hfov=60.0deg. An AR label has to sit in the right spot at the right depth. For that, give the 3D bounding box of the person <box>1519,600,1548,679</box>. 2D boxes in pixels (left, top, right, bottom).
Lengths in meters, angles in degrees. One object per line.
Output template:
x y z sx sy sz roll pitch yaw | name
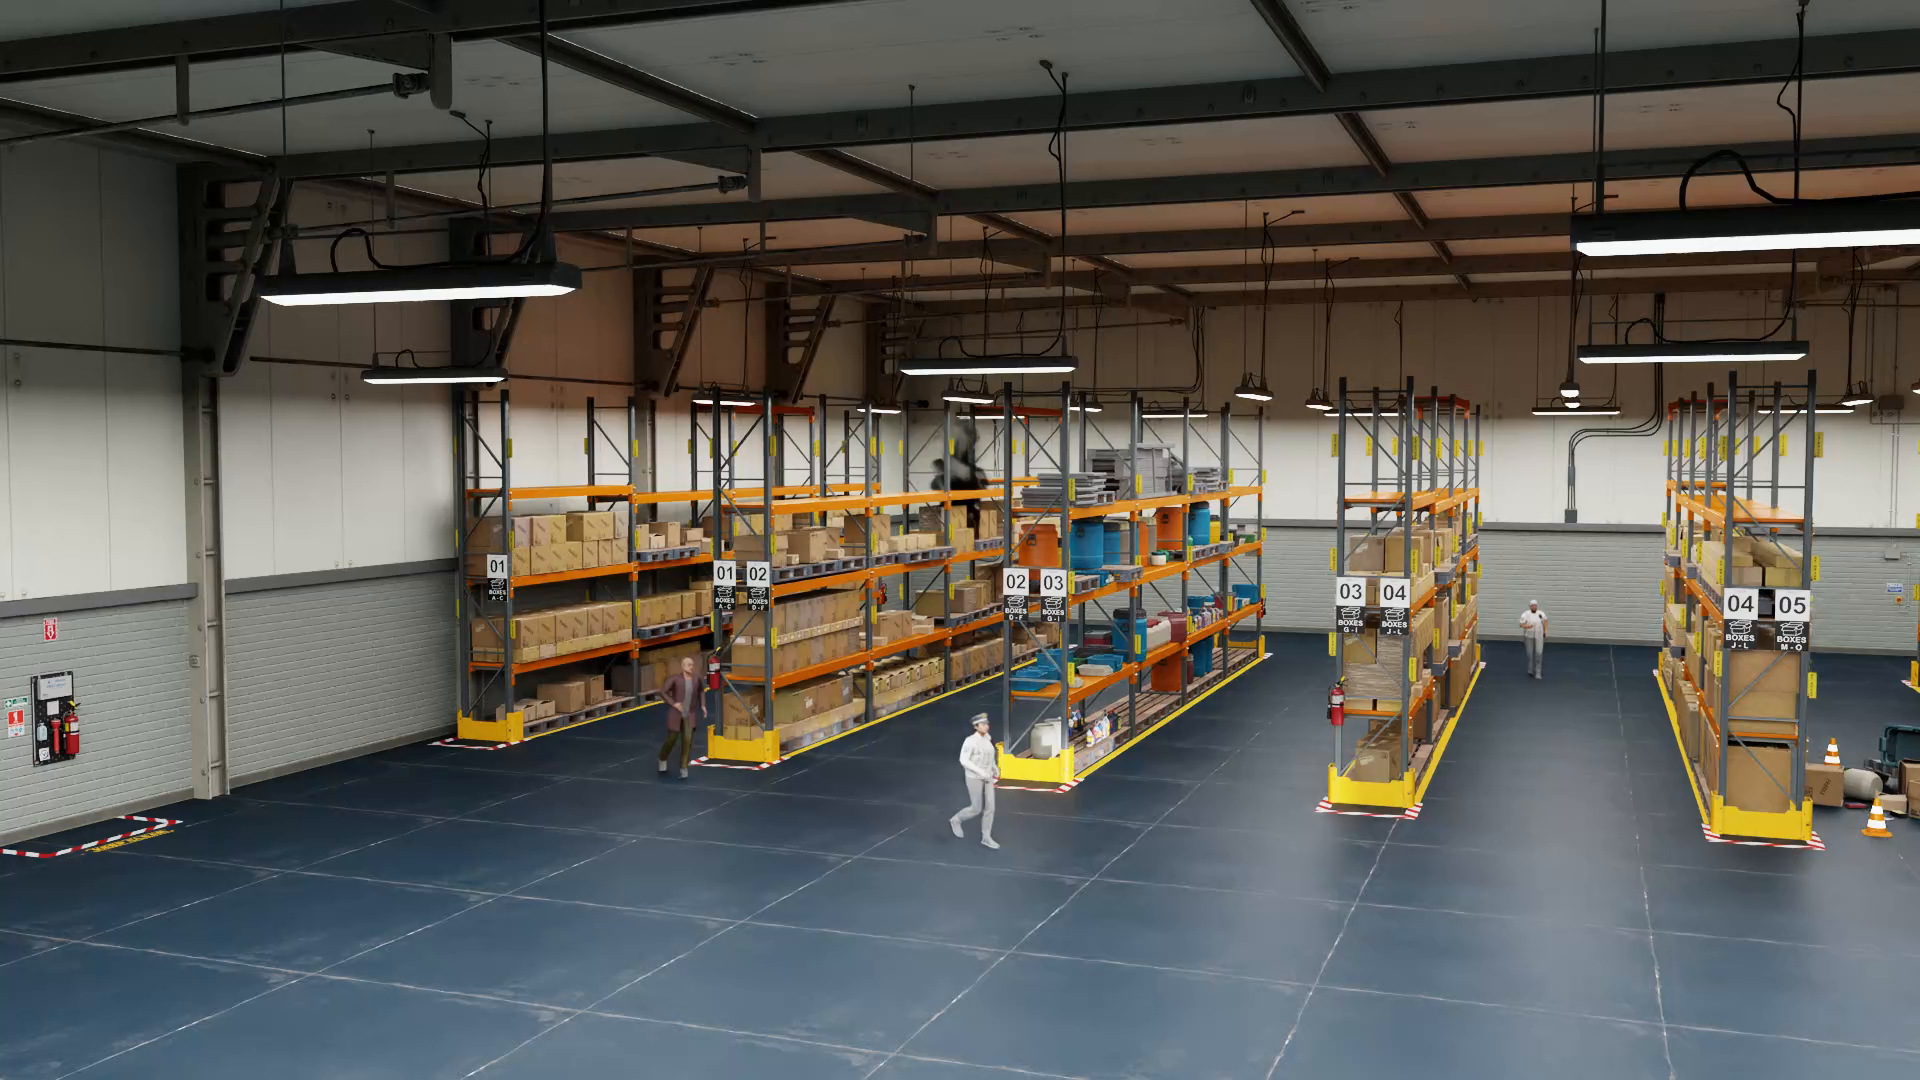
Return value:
12.549 2.151 36.395 0.597 1.694 0.822 1 3 18 | person

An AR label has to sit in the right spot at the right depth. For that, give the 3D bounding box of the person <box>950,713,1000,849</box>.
0.221 3.012 21.018 0.737 1.696 0.644 3 4 42 | person

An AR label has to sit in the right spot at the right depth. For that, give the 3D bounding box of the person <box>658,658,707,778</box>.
-4.225 2.698 25.553 0.764 1.765 0.966 -2 4 -27 | person
